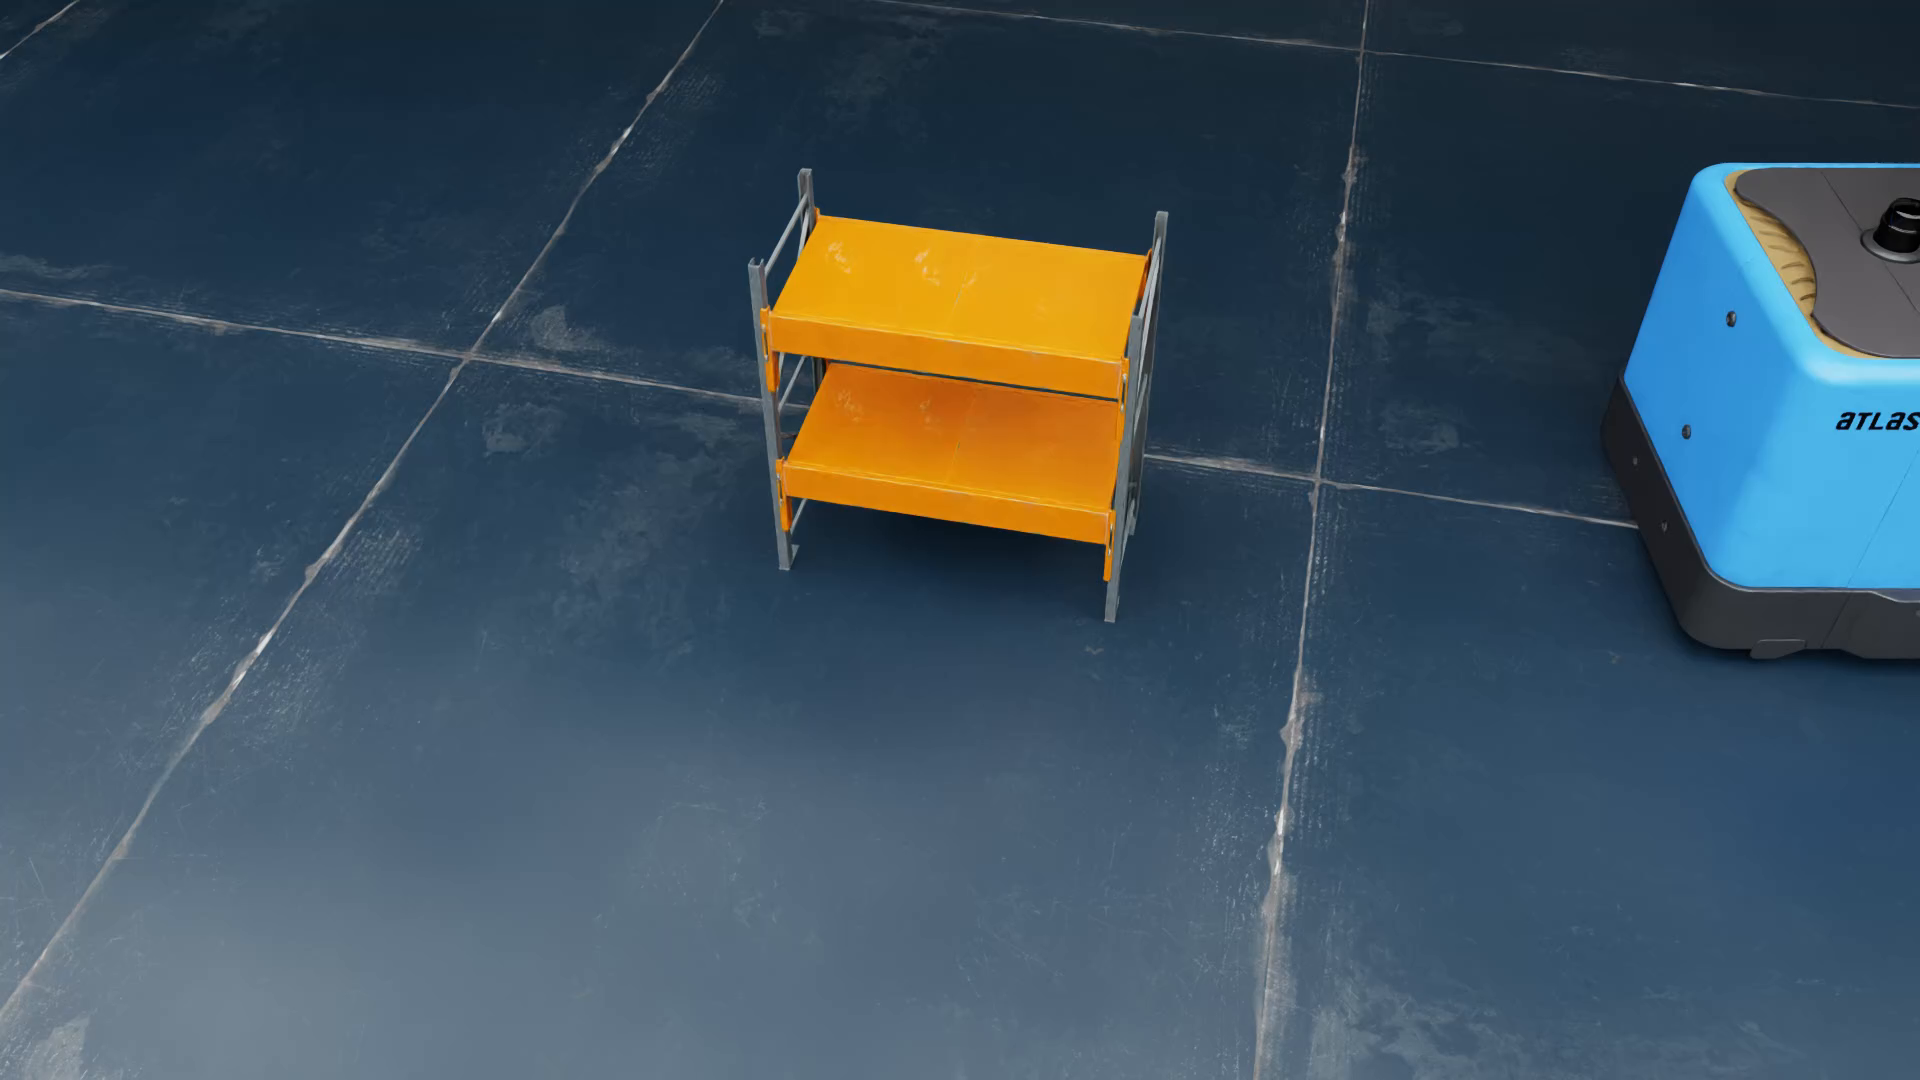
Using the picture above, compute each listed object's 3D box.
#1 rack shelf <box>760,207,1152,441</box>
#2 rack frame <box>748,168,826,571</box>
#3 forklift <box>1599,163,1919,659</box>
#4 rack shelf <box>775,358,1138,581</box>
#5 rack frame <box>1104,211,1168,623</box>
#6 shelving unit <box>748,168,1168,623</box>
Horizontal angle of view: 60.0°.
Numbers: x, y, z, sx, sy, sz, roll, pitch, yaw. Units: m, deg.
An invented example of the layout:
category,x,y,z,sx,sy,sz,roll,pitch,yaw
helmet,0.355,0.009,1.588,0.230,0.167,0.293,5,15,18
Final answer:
category,x,y,z,sx,sy,sz,roll,pitch,yaw
rack shelf,0.007,-0.615,4.656,1.000,0.278,0.538,9,45,9
rack frame,-0.489,-0.481,4.939,0.032,1.125,0.500,9,45,9
forklift,3.630,-1.049,4.226,3.031,2.935,1.130,0,44,0
rack shelf,0.007,-0.228,5.028,1.000,0.278,0.538,9,45,9
rack frame,0.503,-0.327,4.779,0.032,1.125,0.500,9,45,9
shelving unit,0.007,-0.404,4.859,1.048,1.125,0.538,9,45,9
